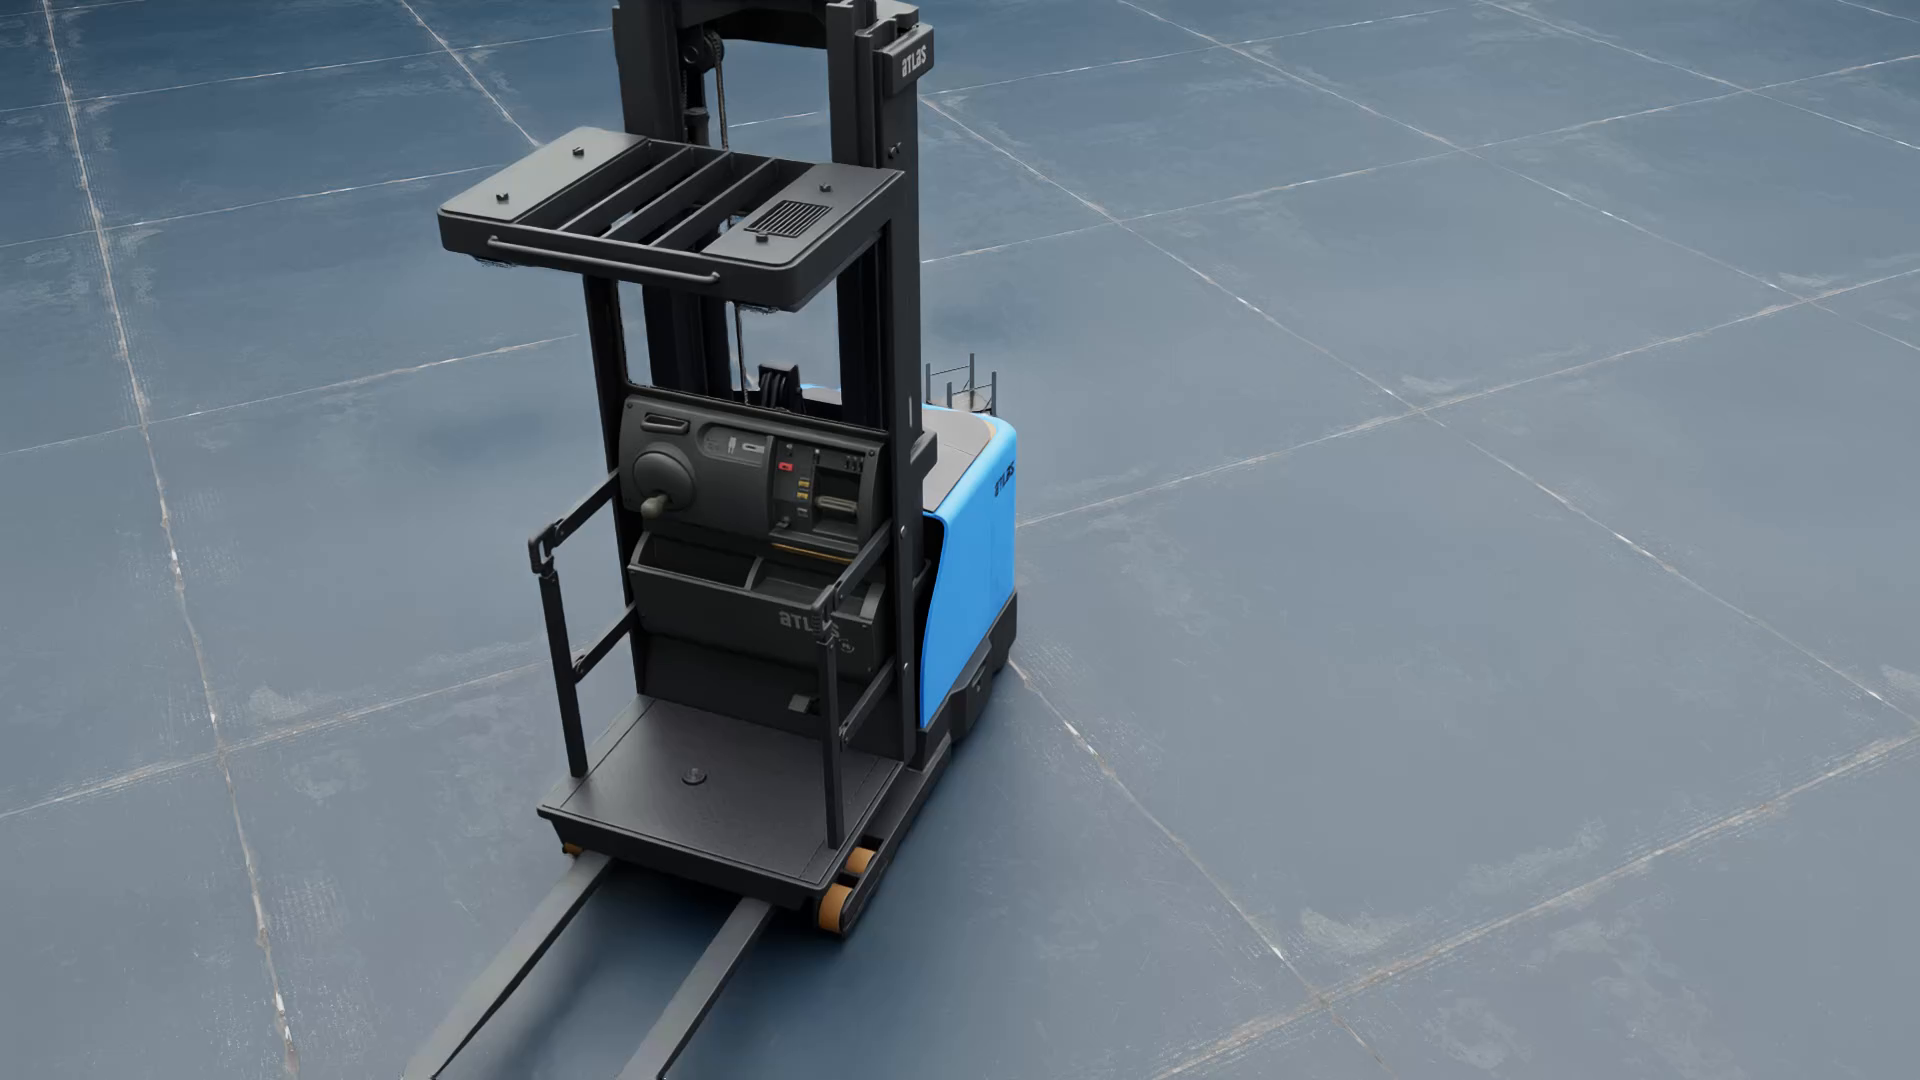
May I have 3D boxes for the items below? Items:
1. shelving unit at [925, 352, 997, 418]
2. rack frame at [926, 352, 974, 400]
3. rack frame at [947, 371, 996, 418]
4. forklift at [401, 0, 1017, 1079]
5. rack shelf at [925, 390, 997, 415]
[{"bbox_3d":[0.004,-0.375,7.501,0.258,0.900,0.210,-16,36,-23],"label":"shelving unit"},{"bbox_3d":[-0.044,-0.424,7.577,0.240,0.900,0.006,-16,36,-23],"label":"rack frame"},{"bbox_3d":[0.051,-0.327,7.425,0.240,0.900,0.006,-16,36,-23],"label":"rack frame"},{"bbox_3d":[-0.773,-0.154,5.273,1.130,2.935,3.031,12,35,18],"label":"forklift"},{"bbox_3d":[0.004,-0.574,7.374,0.258,0.077,0.200,-16,36,-23],"label":"rack shelf"}]
